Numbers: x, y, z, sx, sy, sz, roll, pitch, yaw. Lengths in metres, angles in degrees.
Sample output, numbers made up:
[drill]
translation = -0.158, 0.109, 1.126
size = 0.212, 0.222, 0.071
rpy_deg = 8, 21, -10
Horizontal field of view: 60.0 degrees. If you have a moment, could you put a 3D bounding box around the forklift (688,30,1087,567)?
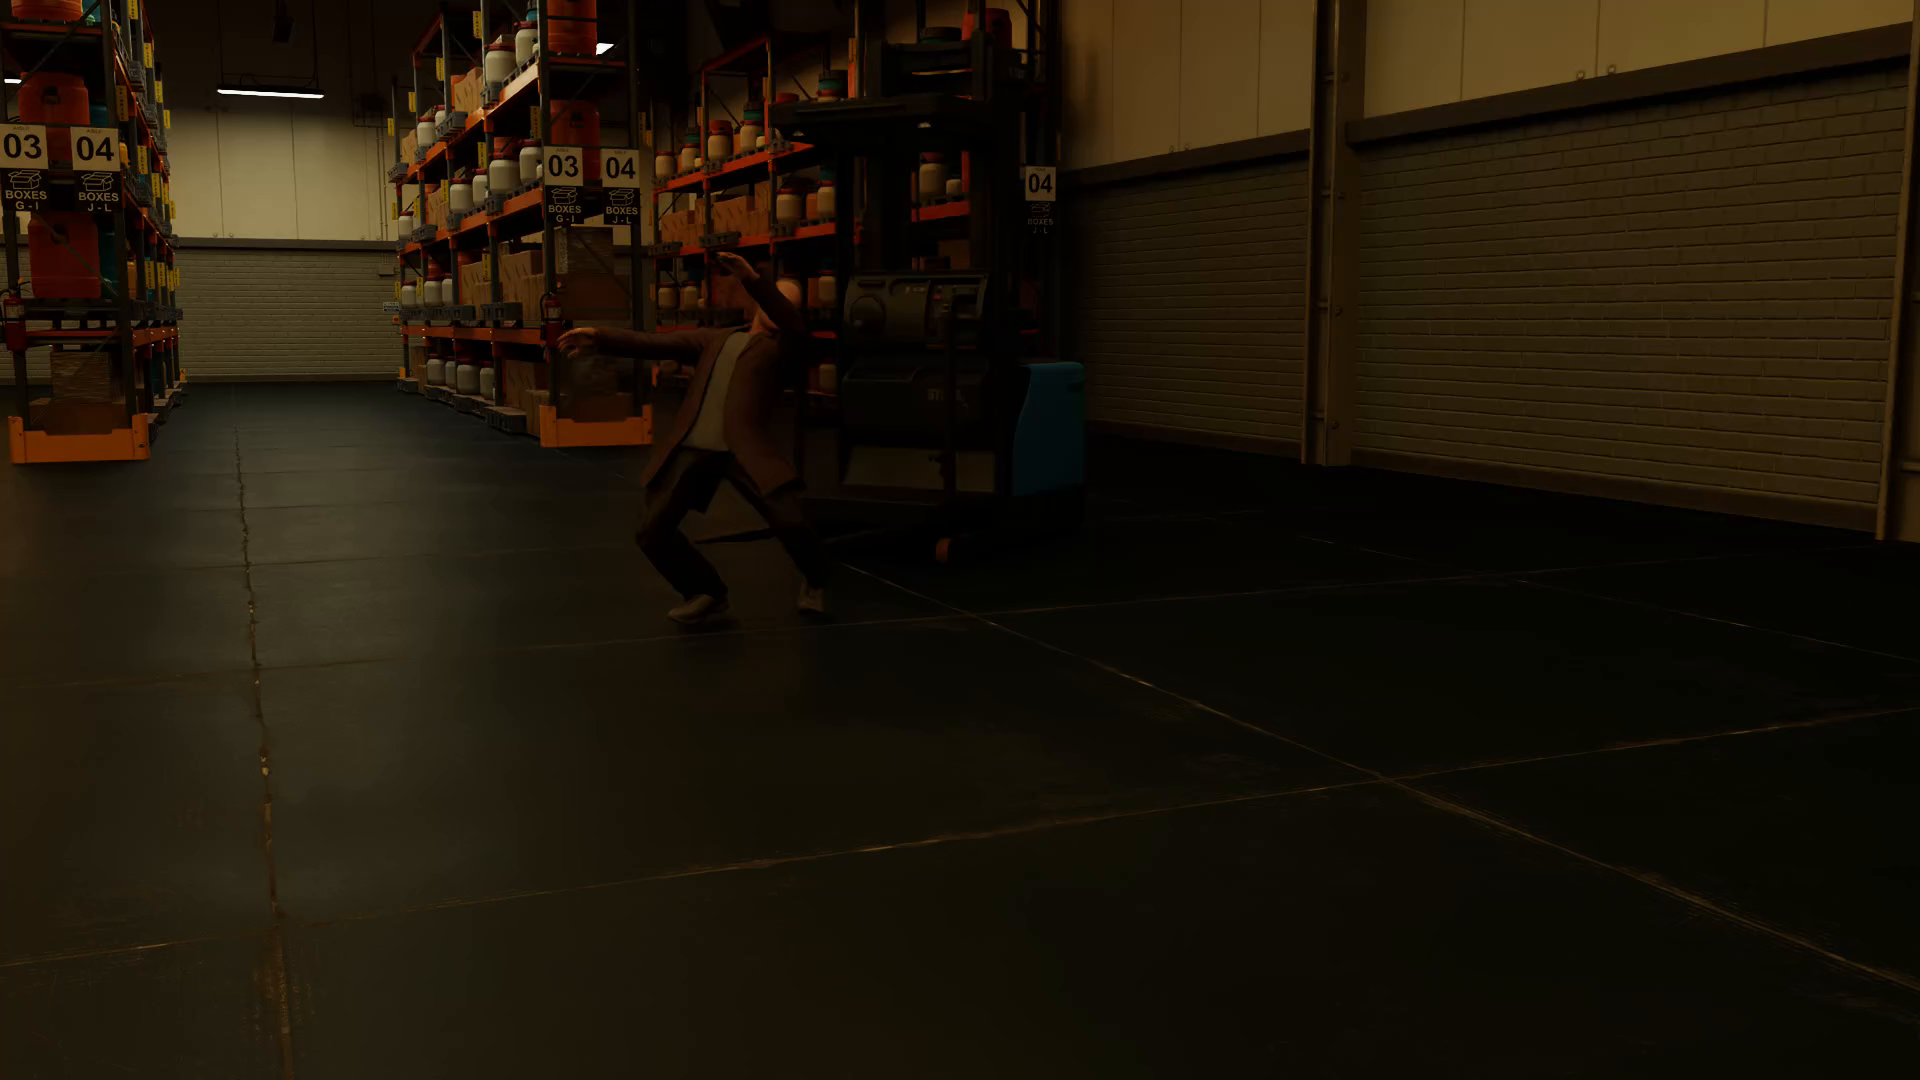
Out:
[forklift]
translation = -0.359, -1.373, 9.355
size = 1.130, 2.935, 3.031
rpy_deg = 4, 9, 29

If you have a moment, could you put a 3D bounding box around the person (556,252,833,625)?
[person]
translation = -1.145, -0.429, 7.212
size = 1.116, 1.589, 0.738
rpy_deg = 1, 8, 9
